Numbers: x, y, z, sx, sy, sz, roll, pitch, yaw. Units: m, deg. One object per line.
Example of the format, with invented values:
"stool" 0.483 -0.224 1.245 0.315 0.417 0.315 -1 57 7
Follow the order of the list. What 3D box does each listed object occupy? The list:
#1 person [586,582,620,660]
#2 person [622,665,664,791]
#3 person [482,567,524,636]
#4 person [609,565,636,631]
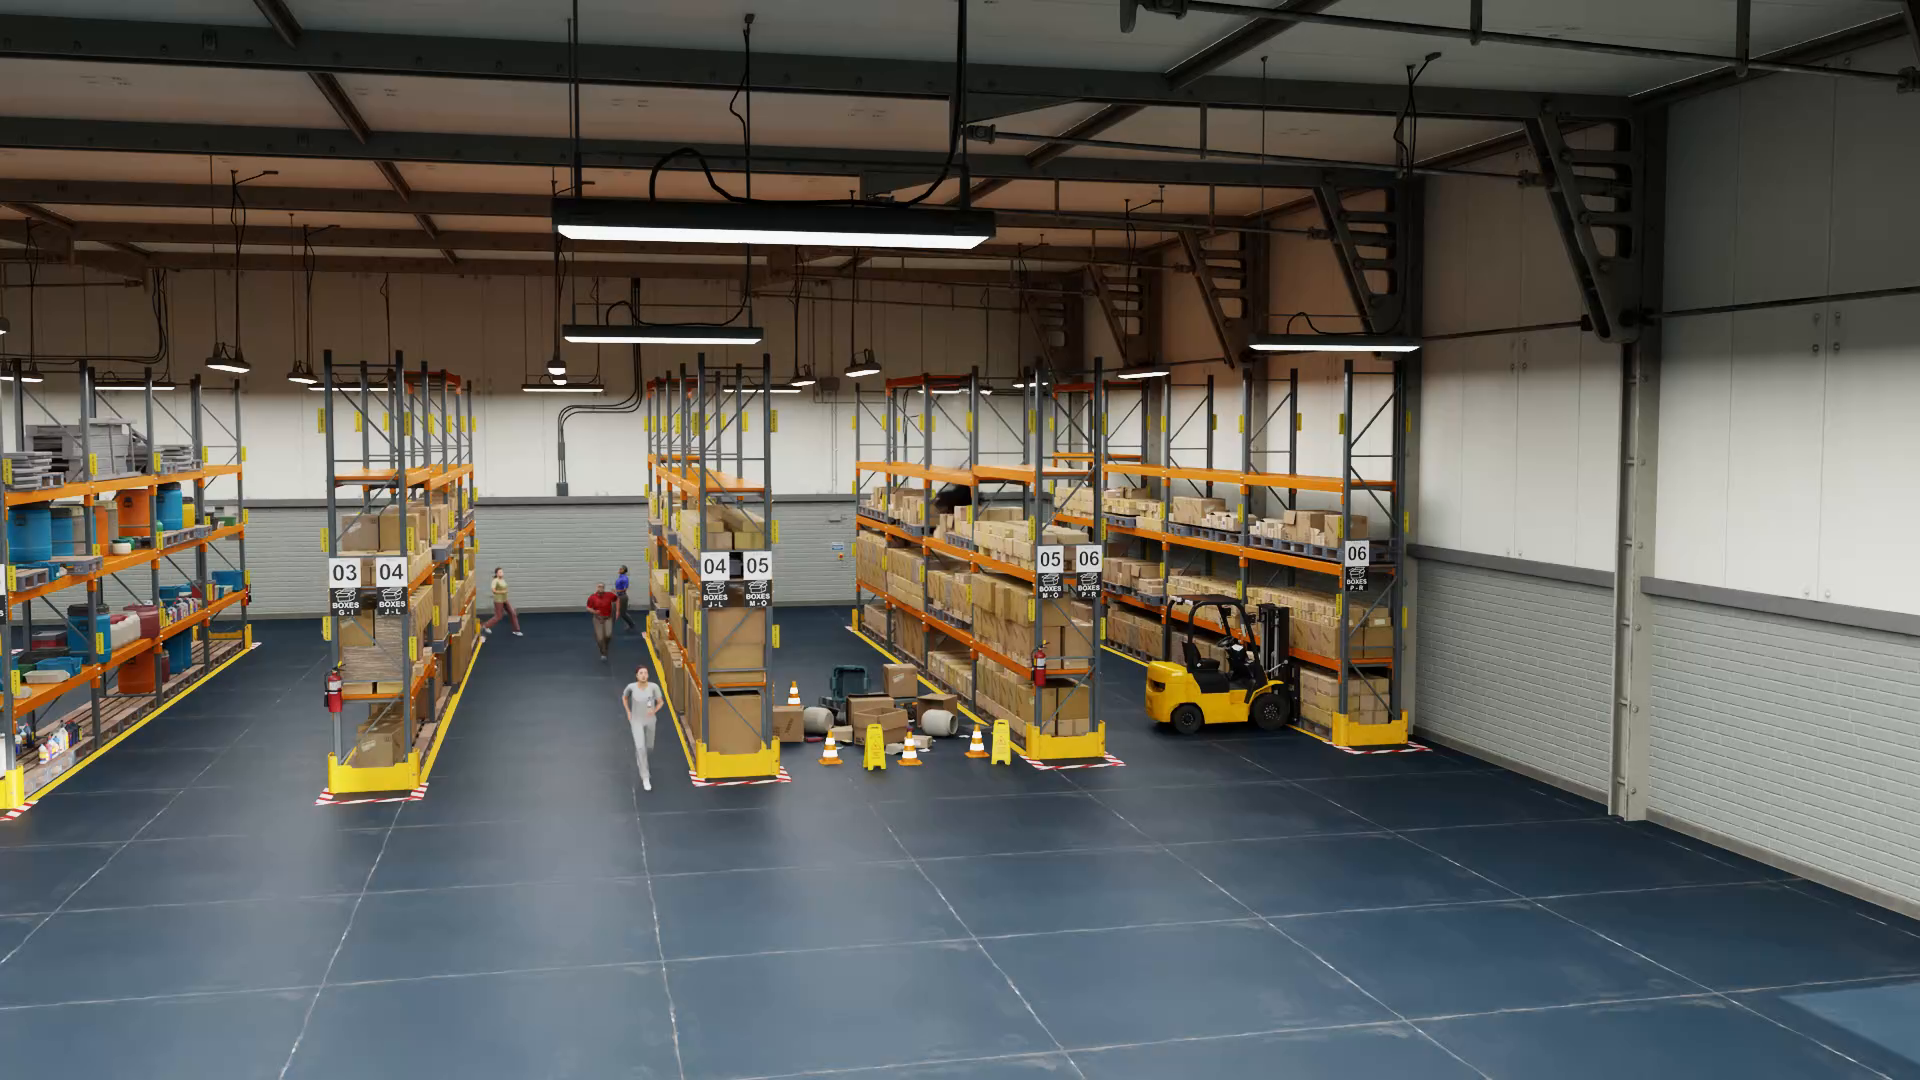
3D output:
"person" -7.528 1.726 35.146 0.707 1.677 0.660 -1 4 -16
"person" -4.418 2.570 23.229 0.528 1.686 1.111 -2 4 -24
"person" -10.837 1.464 39.198 0.943 1.653 0.606 1 4 16
"person" -8.099 1.416 39.676 0.852 1.652 0.592 -3 5 -36
